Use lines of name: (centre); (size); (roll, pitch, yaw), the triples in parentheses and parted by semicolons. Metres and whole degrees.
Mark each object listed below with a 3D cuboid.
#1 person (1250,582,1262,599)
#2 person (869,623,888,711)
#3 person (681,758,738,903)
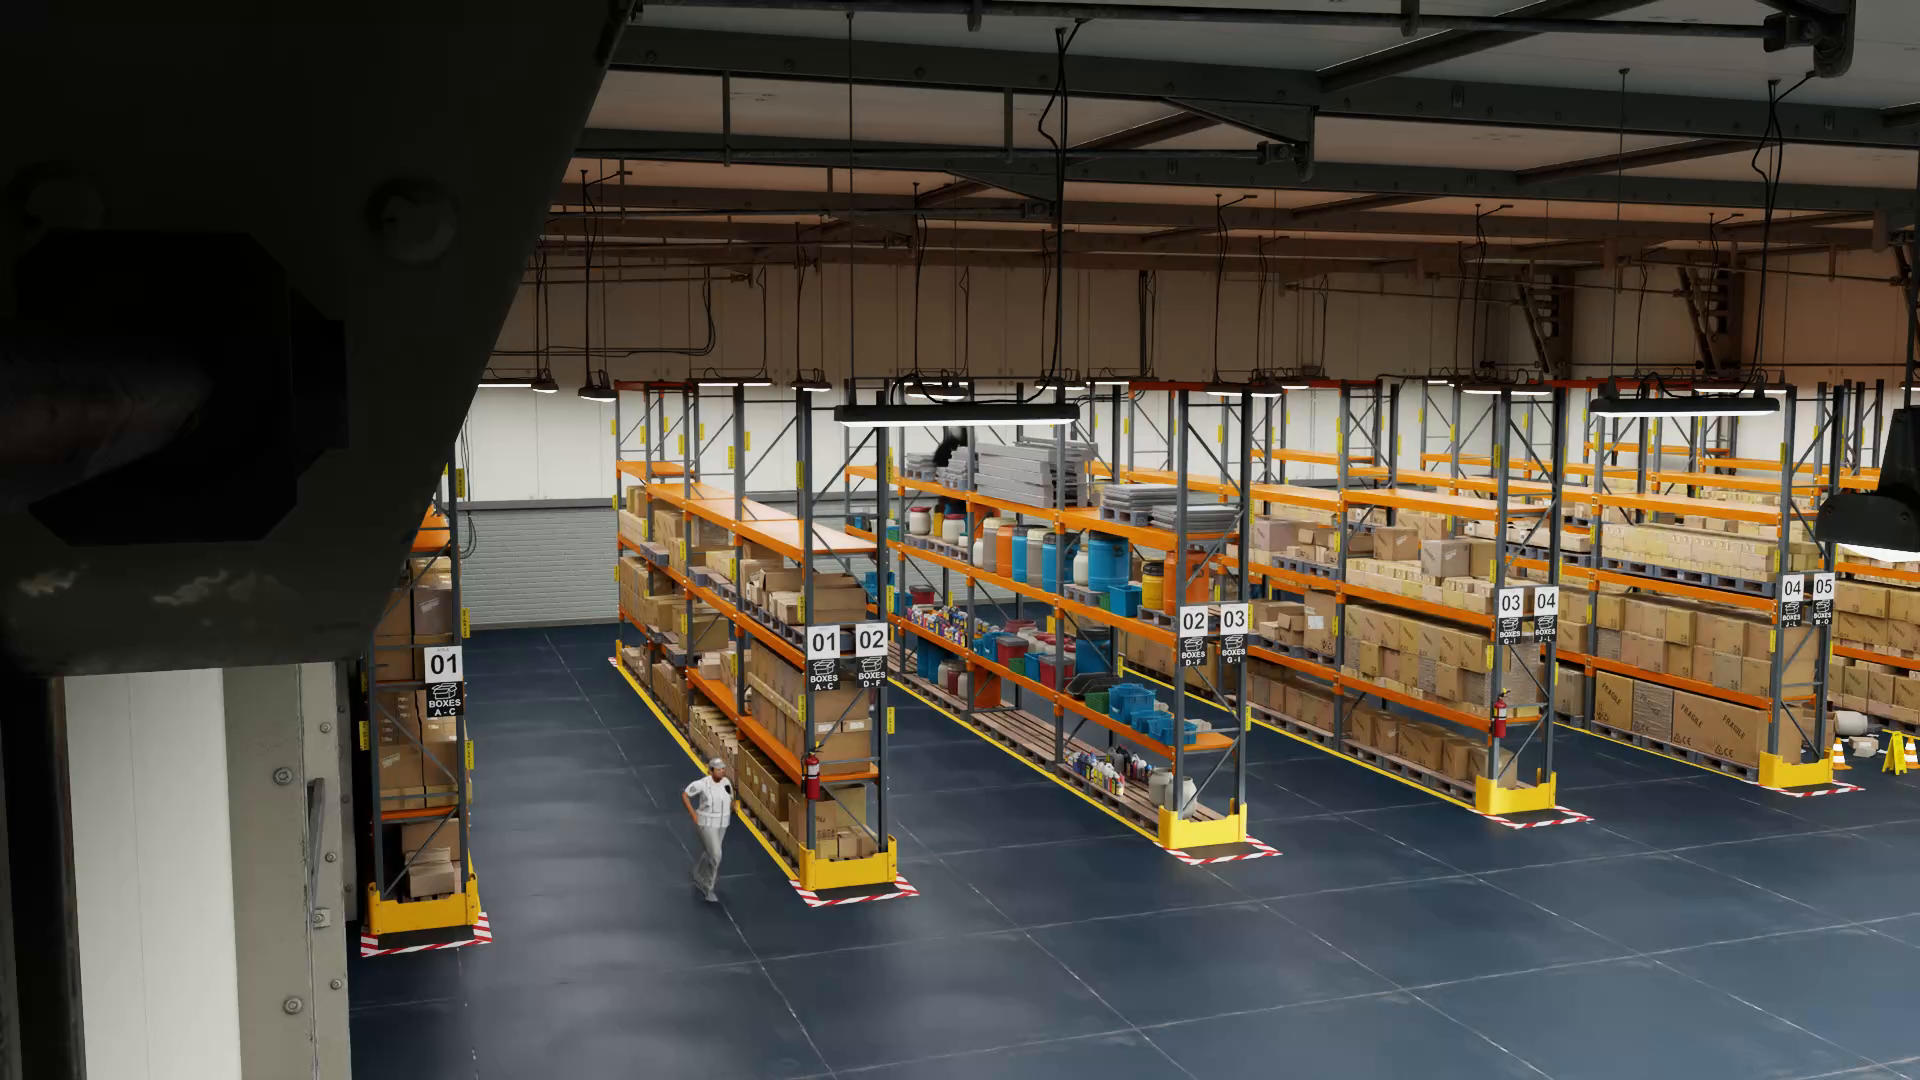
person: (7.414, 1.142, 41.683); (0.620, 1.587, 0.516); (-5, 8, -41)
person: (-1.600, 2.313, 30.482); (0.570, 1.575, 0.564); (-1, 6, -9)
person: (-2.950, 3.437, 19.857); (0.737, 1.694, 0.607); (6, 8, 43)
